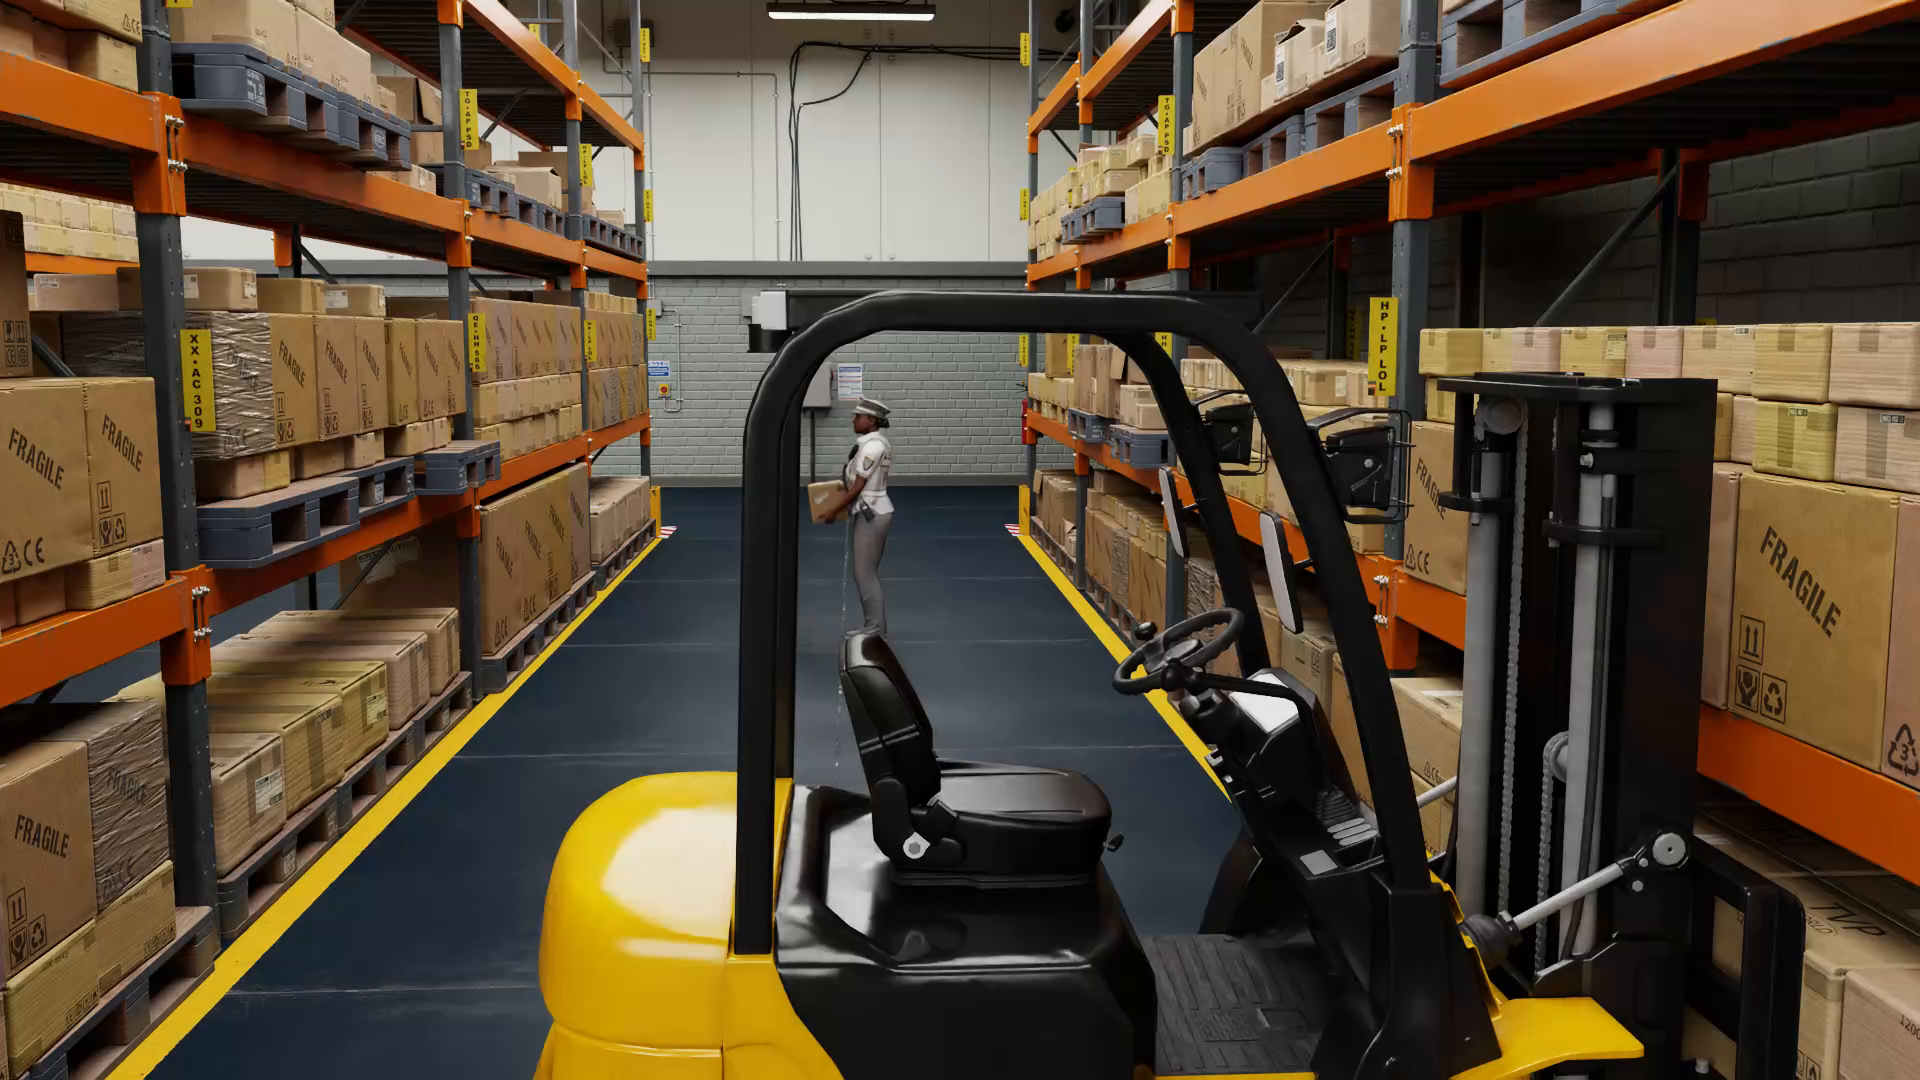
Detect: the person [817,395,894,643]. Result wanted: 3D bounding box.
[{"bbox_3d":[-0.705,-0.135,11.271,0.520,1.692,0.435,0,7,-3],"label":"person"}]
